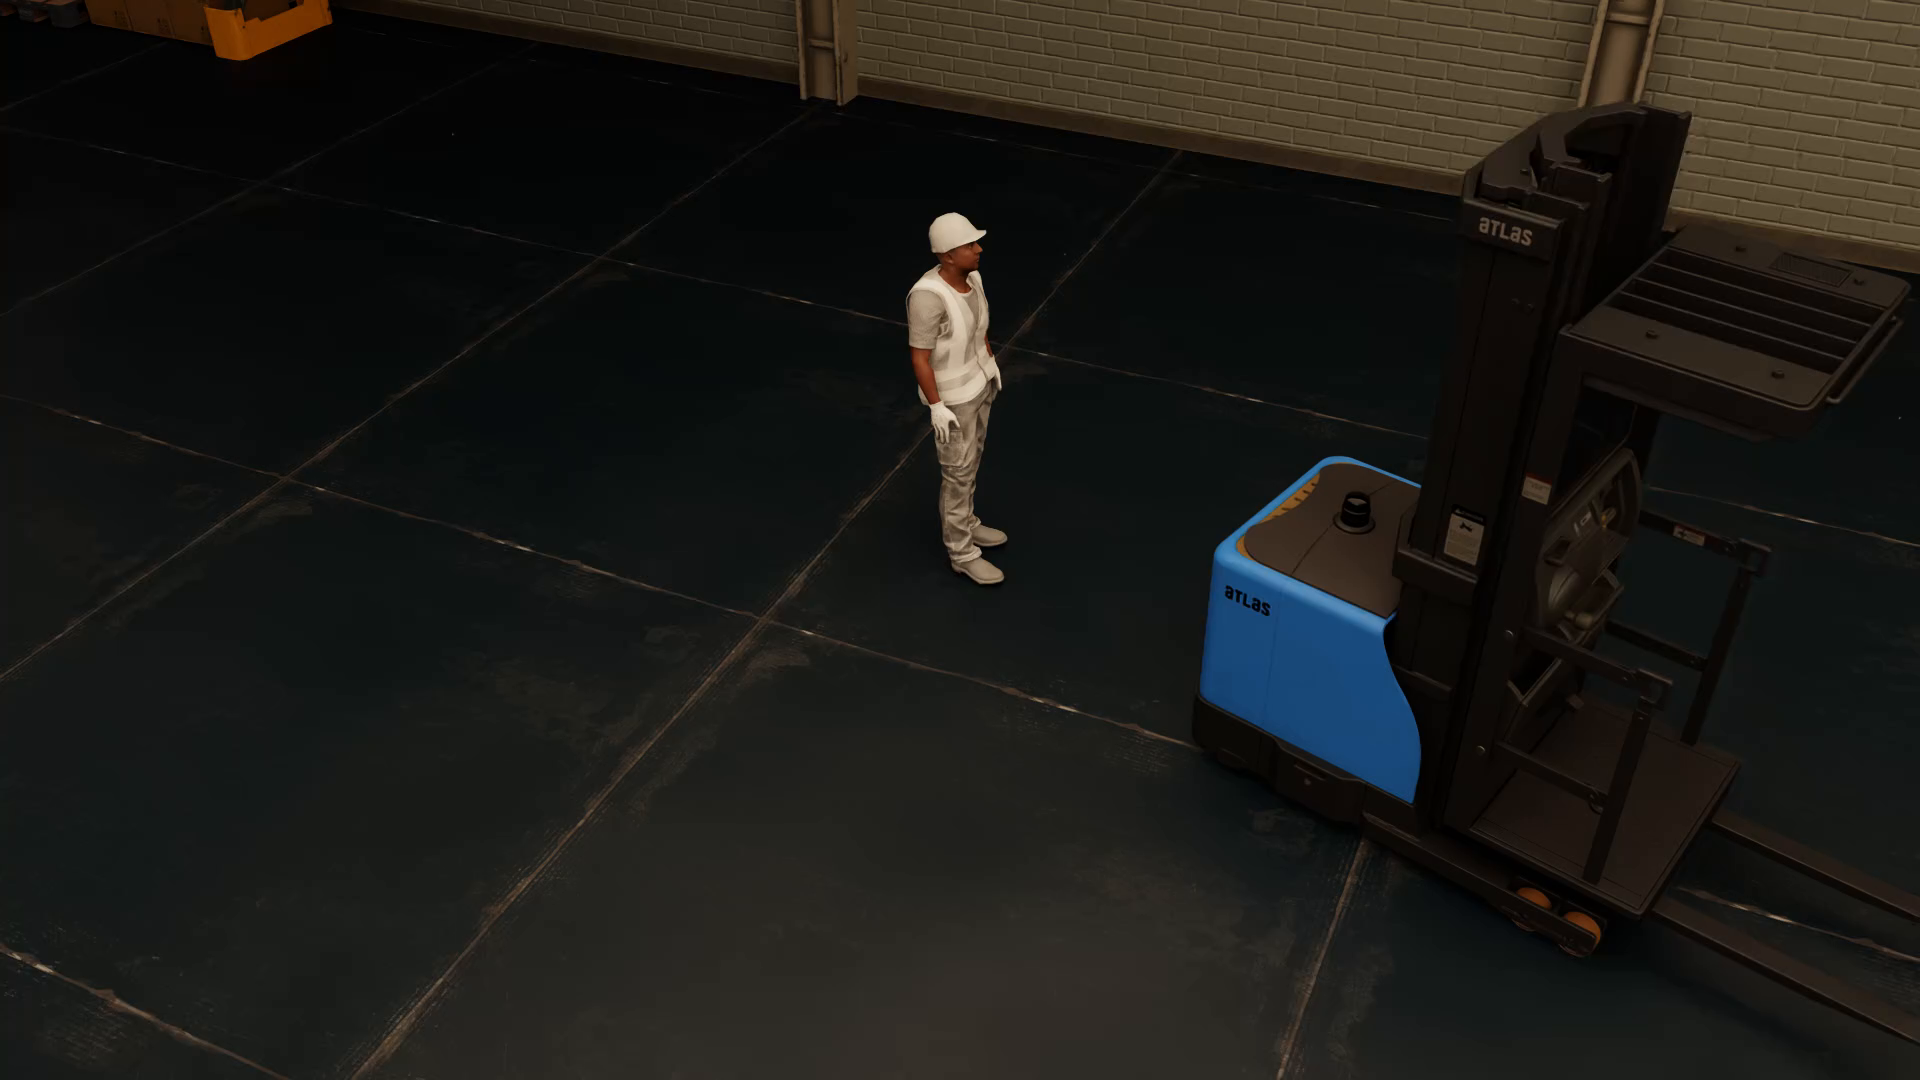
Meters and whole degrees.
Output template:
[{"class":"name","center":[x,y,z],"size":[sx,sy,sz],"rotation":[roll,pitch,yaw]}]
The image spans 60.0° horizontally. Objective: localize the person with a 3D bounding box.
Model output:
[{"class":"person","center":[0.061,-0.710,8.058],"size":[0.577,1.782,0.656],"rotation":[15,38,20]}]

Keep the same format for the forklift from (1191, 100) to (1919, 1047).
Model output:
[{"class":"forklift","center":[2.469,0.051,6.016],"size":[3.031,2.935,1.130],"rotation":[26,43,31]}]
